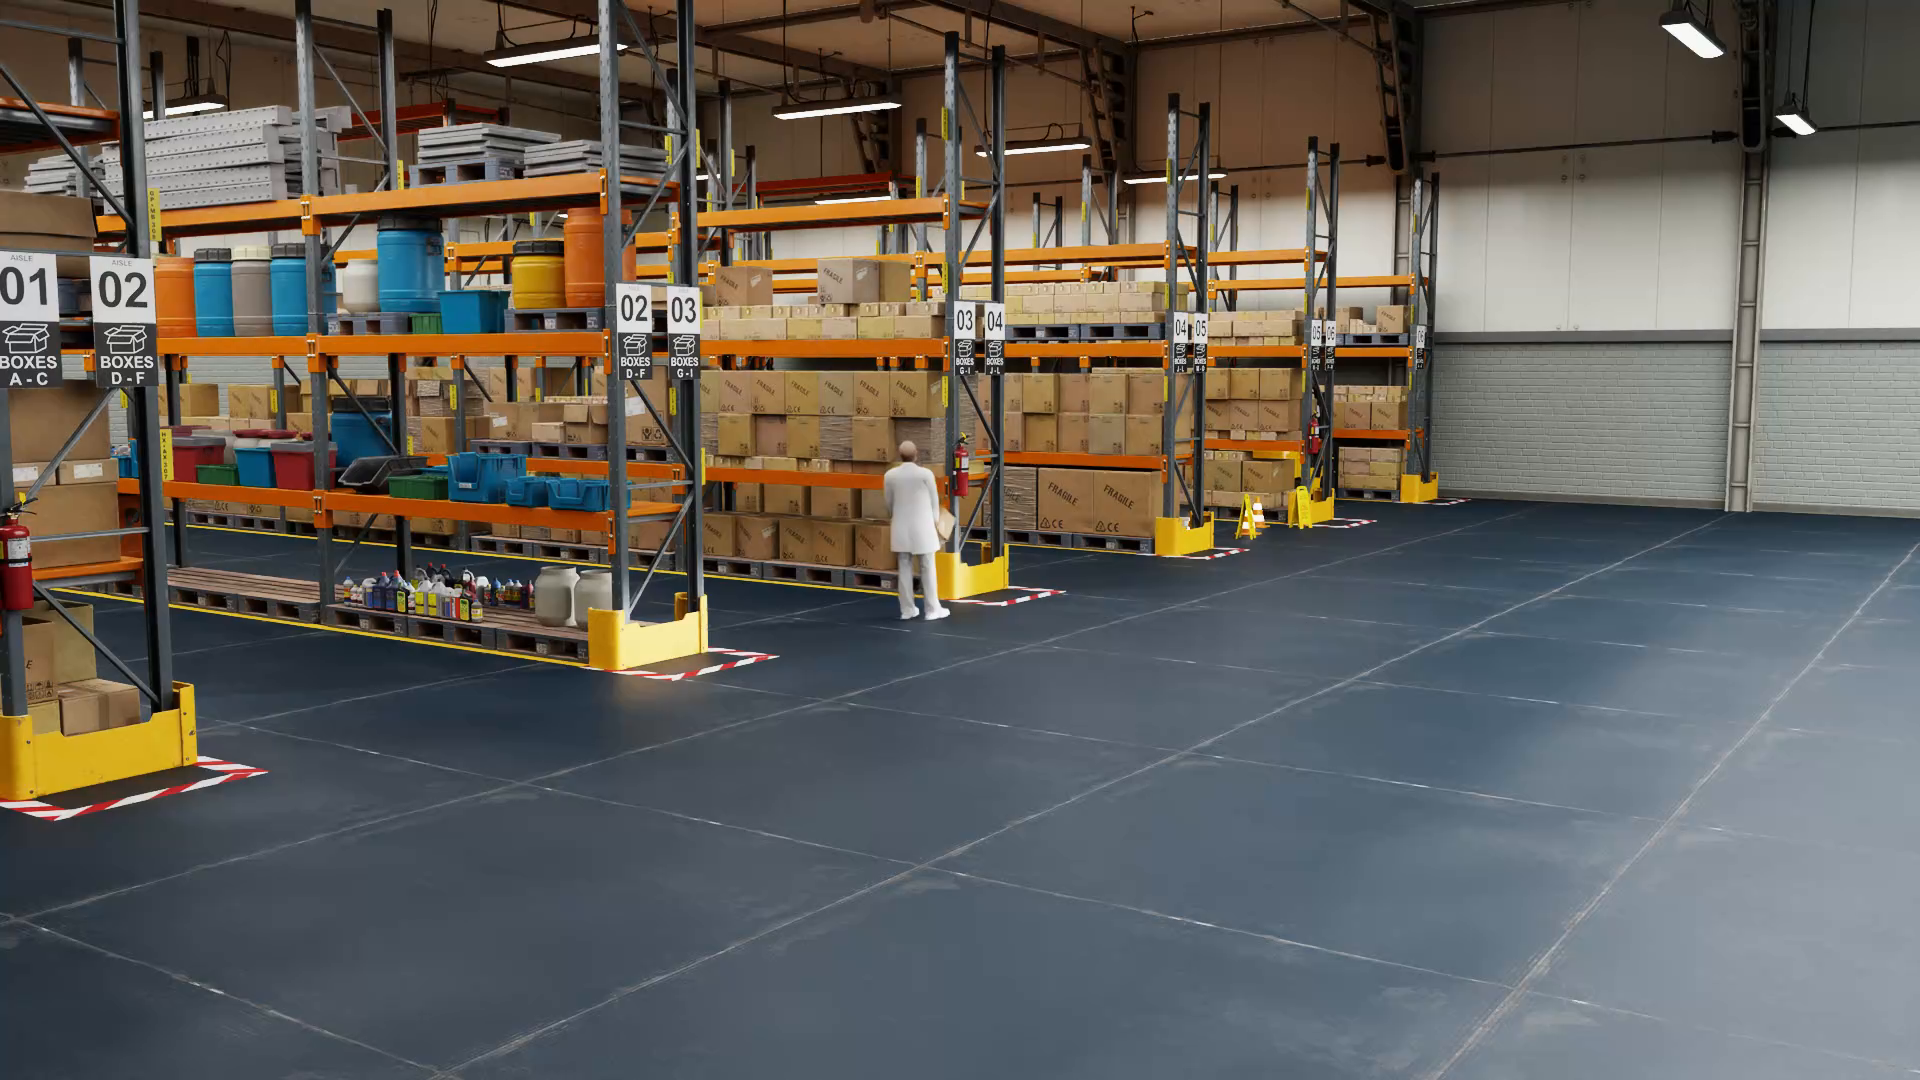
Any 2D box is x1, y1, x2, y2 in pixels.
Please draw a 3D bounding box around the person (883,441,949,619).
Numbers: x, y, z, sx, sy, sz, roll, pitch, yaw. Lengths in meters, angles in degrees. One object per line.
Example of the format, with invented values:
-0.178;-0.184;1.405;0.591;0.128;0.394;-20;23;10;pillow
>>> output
-0.446;-0.105;16.585;0.594;1.781;0.511;2;6;14;person
